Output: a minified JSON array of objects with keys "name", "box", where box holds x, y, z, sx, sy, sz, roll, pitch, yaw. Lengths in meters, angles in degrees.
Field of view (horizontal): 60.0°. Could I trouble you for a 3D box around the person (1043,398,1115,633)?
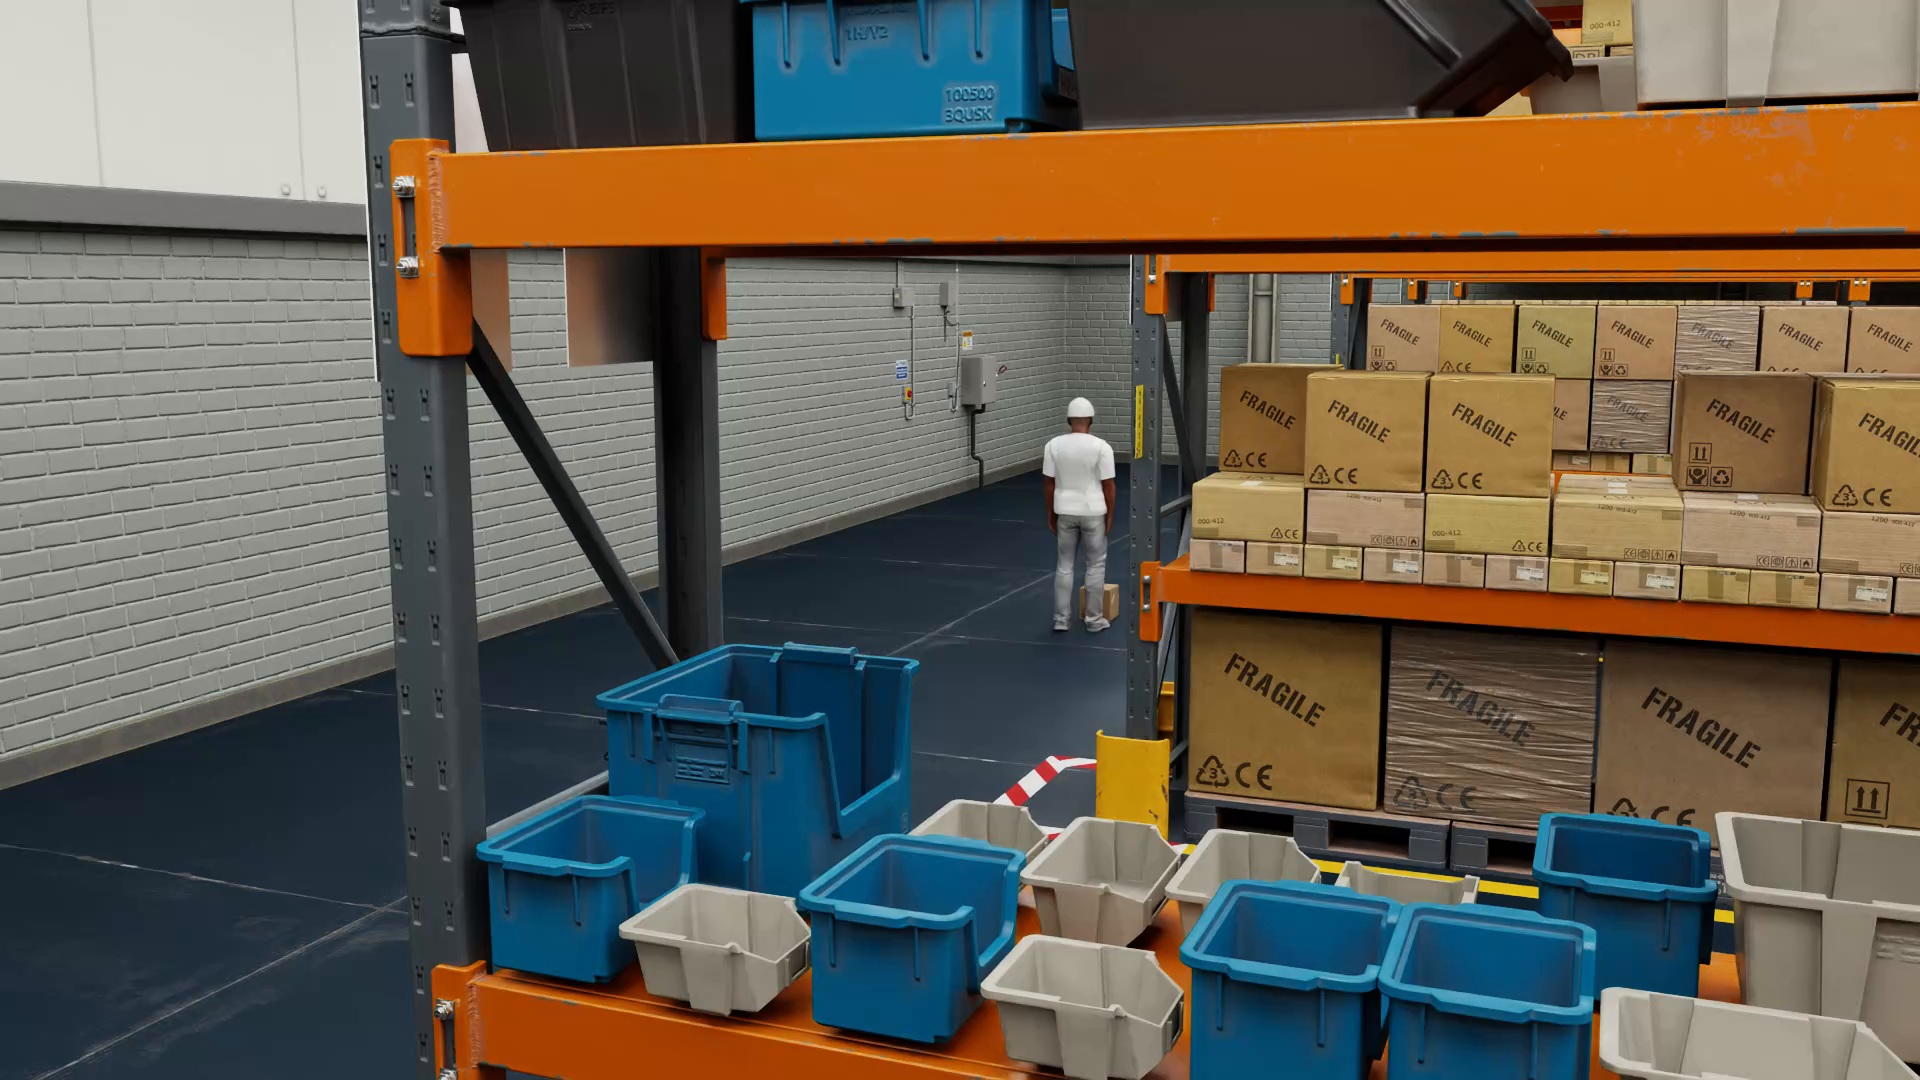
[{"name":"person","box":[0.907,-0.181,12.552,0.564,1.786,0.371,4,9,22]}]
